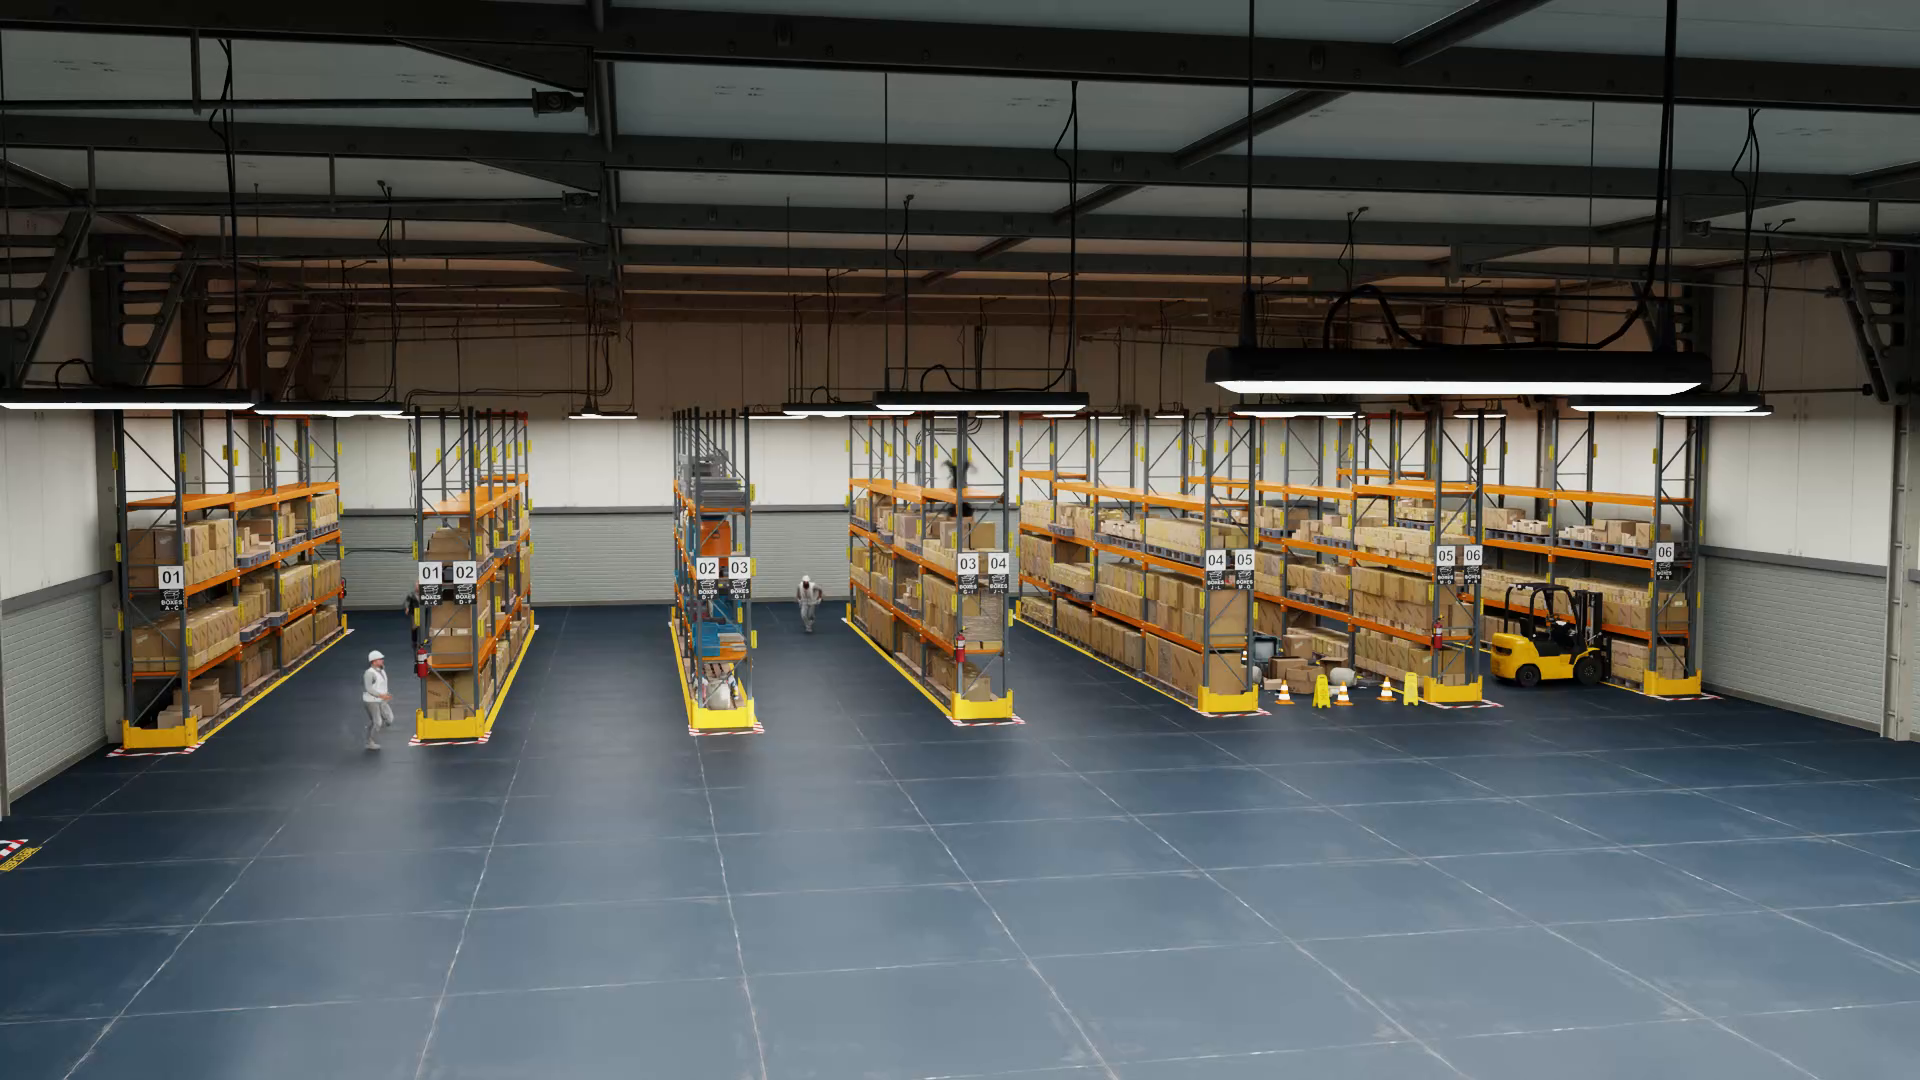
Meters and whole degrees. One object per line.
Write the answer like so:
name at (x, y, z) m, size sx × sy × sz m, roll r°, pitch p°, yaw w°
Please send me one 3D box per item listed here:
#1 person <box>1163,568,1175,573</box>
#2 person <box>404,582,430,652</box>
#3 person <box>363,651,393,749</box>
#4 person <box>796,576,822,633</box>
person at (6.472, 1.312, 50.744) m, size 0.587 × 1.626 × 0.559 m, roll -1°, pitch 4°, yaw -10°
person at (-13.546, 1.914, 41.565) m, size 0.644 × 1.748 × 0.725 m, roll -1°, pitch 4°, yaw -18°
person at (-10.193, 2.794, 29.109) m, size 0.616 × 1.719 × 0.642 m, roll 1°, pitch 4°, yaw 10°
person at (-4.075, 1.740, 45.032) m, size 0.696 × 1.609 × 0.922 m, roll 0°, pitch 4°, yaw 7°
